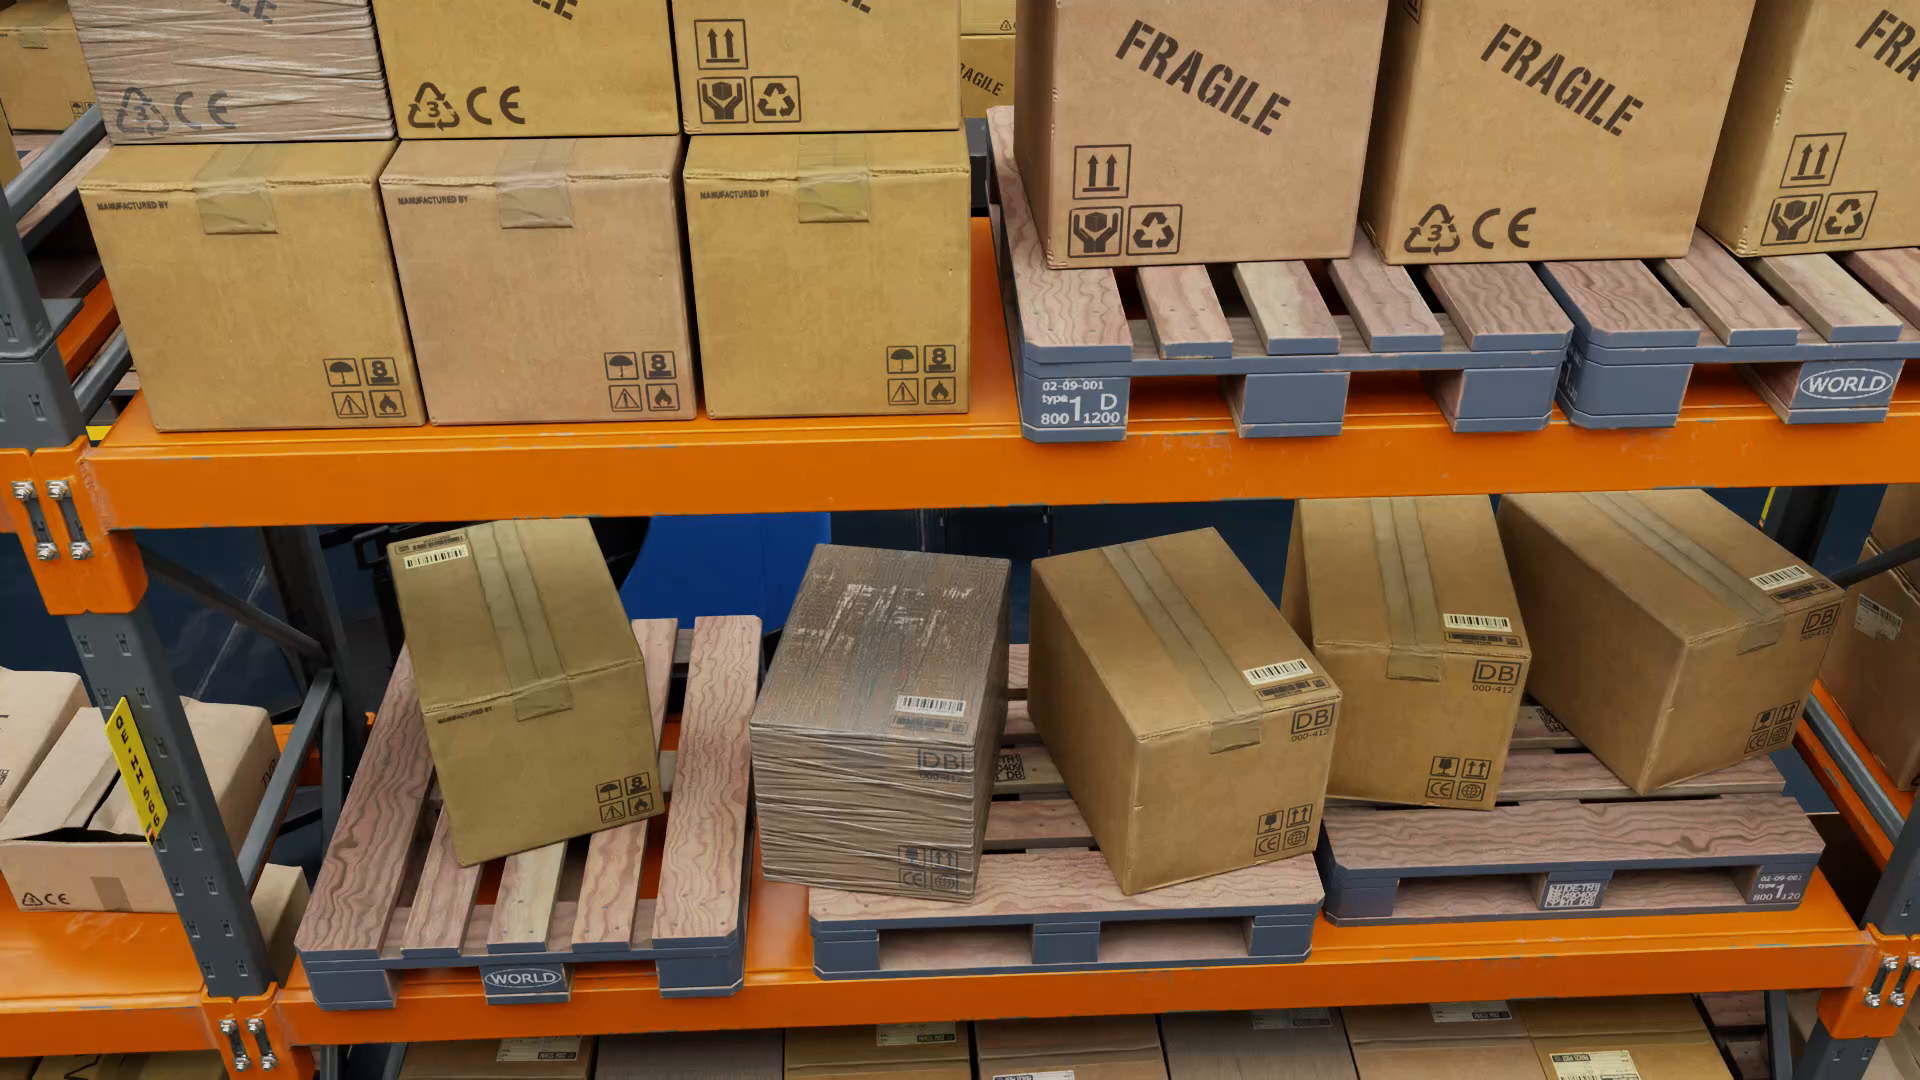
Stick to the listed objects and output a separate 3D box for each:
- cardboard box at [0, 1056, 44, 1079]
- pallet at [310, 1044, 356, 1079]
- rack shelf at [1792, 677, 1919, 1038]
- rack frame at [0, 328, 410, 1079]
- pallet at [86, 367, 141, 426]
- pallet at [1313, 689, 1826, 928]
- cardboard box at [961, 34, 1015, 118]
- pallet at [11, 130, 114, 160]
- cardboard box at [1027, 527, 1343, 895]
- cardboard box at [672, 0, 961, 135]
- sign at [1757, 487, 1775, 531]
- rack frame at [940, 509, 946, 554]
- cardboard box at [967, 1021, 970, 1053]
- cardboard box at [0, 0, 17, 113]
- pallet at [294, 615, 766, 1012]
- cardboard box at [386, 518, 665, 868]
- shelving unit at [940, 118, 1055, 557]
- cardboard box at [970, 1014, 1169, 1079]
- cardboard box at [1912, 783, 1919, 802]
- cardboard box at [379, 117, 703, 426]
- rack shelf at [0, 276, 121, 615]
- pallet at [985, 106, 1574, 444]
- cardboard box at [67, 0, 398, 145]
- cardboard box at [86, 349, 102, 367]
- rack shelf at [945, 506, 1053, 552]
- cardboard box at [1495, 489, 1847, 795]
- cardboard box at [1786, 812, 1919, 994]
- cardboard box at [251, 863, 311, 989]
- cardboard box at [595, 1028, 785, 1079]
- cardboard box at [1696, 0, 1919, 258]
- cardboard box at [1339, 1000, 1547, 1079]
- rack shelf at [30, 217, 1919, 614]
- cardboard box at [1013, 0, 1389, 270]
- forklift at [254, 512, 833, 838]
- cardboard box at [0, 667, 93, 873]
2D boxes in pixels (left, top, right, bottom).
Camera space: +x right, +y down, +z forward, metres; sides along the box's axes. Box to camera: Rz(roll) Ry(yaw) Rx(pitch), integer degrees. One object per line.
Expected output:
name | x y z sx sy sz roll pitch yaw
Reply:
cardboard box | -2.745 1.537 4.447 0.500 0.311 0.500 -2 35 -3
pallet | -2.539 1.785 4.986 1.213 0.211 1.003 -2 35 -2
rack shelf | 4.278 0.772 4.631 4.000 0.370 1.077 -2 35 -2
rack frame | -1.715 0.638 4.192 0.127 3.000 1.000 -2 35 -2
pallet | -3.949 -0.980 8.980 1.213 0.211 1.003 -2 35 -2
pallet | 1.477 0.569 4.461 1.213 0.211 1.003 -2 35 -2
cardboard box | 0.083 -2.257 8.009 0.500 0.500 0.500 -1 35 -1
pallet | -3.928 -2.022 8.205 1.213 0.211 1.003 -2 35 -2
cardboard box | 0.519 0.399 4.081 0.500 0.500 0.700 -10 36 -14
cardboard box | -0.260 -1.083 3.077 0.500 0.500 0.500 -2 35 -2
sign | 2.247 -0.134 4.547 0.005 0.325 0.100 -2 35 -2
rack frame | -0.078 -0.861 7.149 0.015 2.100 0.400 -2 35 -2
cardboard box | 0.249 1.295 5.053 0.500 0.500 0.500 -3 35 -4
cardboard box | -4.880 -2.297 7.959 0.500 0.500 0.700 2 35 3
pallet | -1.041 0.659 4.331 1.003 0.211 1.213 -2 35 -2
cardboard box | -1.091 0.343 4.161 0.500 0.500 0.700 -13 37 -18
shelving unit | 0.165 -0.868 7.159 0.503 2.100 0.431 -2 35 -2
cardboard box | 0.298 1.590 4.626 0.500 0.500 0.500 -3 35 -4
cardboard box | 2.803 0.630 4.116 0.500 0.500 0.500 -1 35 -1
cardboard box | -0.771 -0.681 3.375 0.500 0.500 0.910 -2 35 -2
rack shelf | -3.713 -0.246 3.466 4.000 0.370 1.077 -2 35 -2
pallet | 0.590 -0.619 3.537 1.003 0.211 1.213 -2 35 -2
cardboard box | -1.279 -1.056 3.037 0.500 0.500 0.500 -2 35 -2
cardboard box | -4.700 -1.295 8.795 0.500 0.500 0.700 -2 35 -3
rack shelf | 0.165 -0.281 7.565 0.480 0.518 0.431 -2 35 -2
cardboard box | 1.797 0.202 4.365 0.500 0.500 0.700 -13 37 -18
cardboard box | 2.836 1.201 5.189 0.500 0.500 0.500 -2 35 -2
cardboard box | -2.252 1.213 4.917 0.500 0.311 0.500 0 35 -1
cardboard box | -0.724 1.618 4.586 0.500 0.500 0.500 -3 35 -4
cardboard box | 1.774 -0.986 3.359 0.600 0.600 0.600 -5 35 -7
cardboard box | 1.307 1.562 4.667 0.500 0.500 0.500 -1 35 -2
rack shelf | 0.283 -0.354 3.621 4.000 0.370 1.077 -2 35 -2
cardboard box | 0.442 -0.949 3.305 0.600 0.600 0.600 -3 35 -4
forklift | -1.986 -0.433 5.799 3.031 2.935 1.130 -23 41 -29
cardboard box | -2.617 0.589 4.342 0.500 0.311 0.500 -2 35 -3
